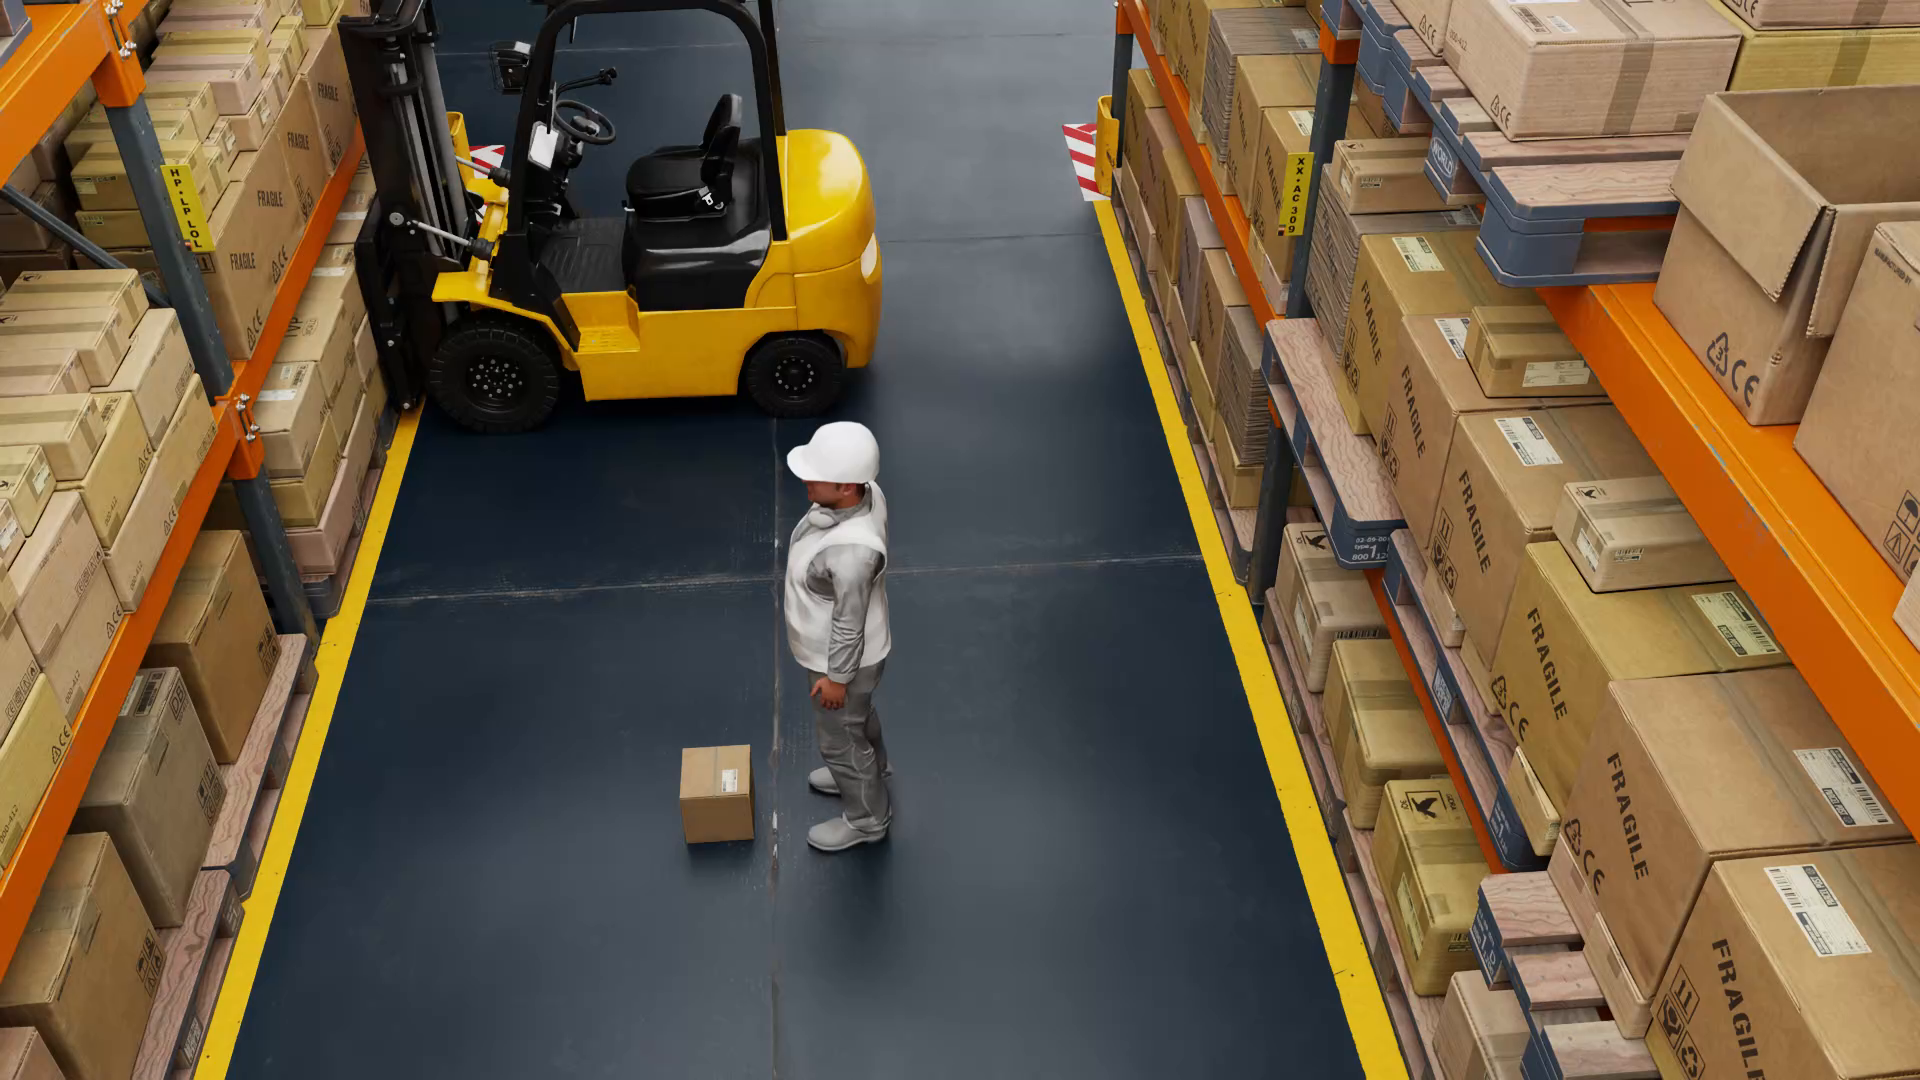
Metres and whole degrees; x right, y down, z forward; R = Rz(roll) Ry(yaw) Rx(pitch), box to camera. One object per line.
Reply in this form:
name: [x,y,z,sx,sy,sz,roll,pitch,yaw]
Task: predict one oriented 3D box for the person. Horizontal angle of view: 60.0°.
person: [-0.412,0.337,5.716,0.358,1.769,0.531,-2,39,-3]
